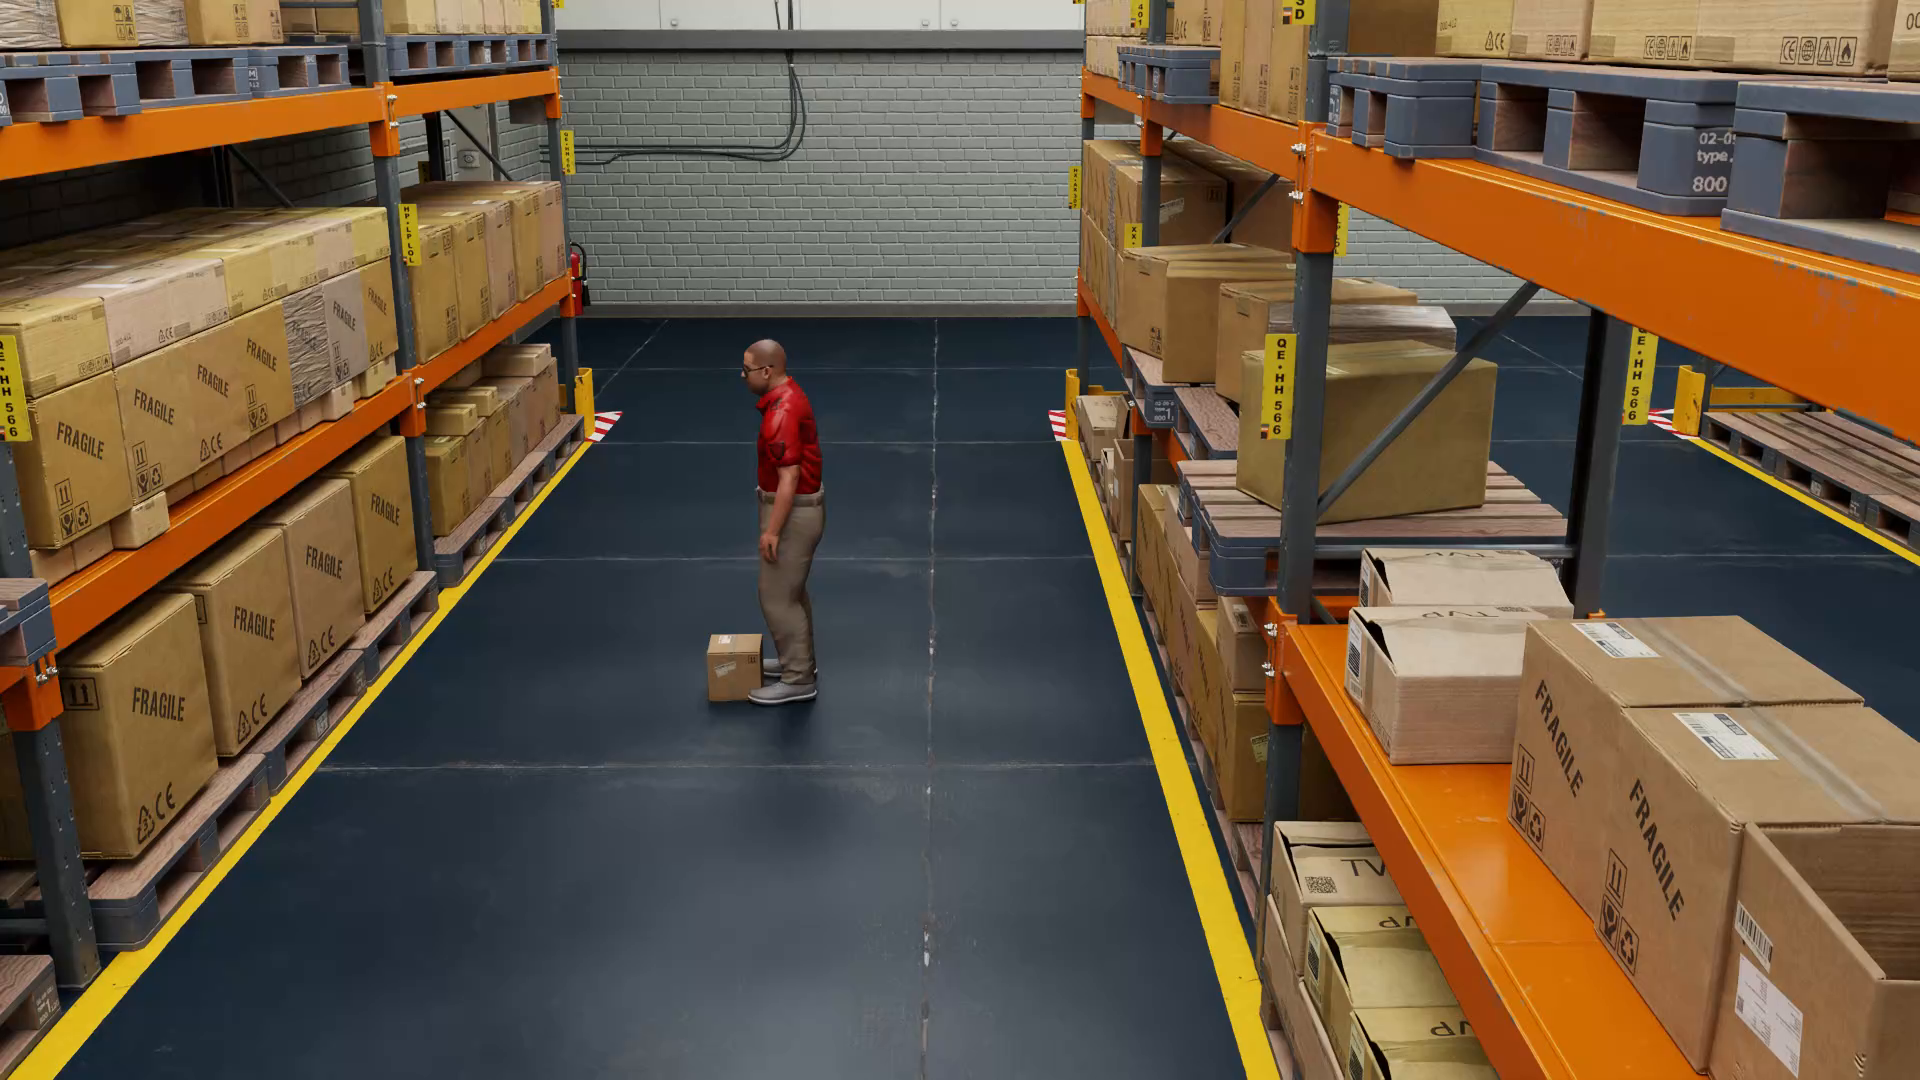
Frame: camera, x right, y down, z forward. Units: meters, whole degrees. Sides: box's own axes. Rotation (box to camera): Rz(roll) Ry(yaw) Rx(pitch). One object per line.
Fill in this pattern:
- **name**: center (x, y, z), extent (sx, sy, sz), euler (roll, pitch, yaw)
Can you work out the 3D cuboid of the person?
- **person**: center (-0.836, -0.096, 7.880), extent (0.394, 1.727, 0.587), euler (0, 17, 0)
